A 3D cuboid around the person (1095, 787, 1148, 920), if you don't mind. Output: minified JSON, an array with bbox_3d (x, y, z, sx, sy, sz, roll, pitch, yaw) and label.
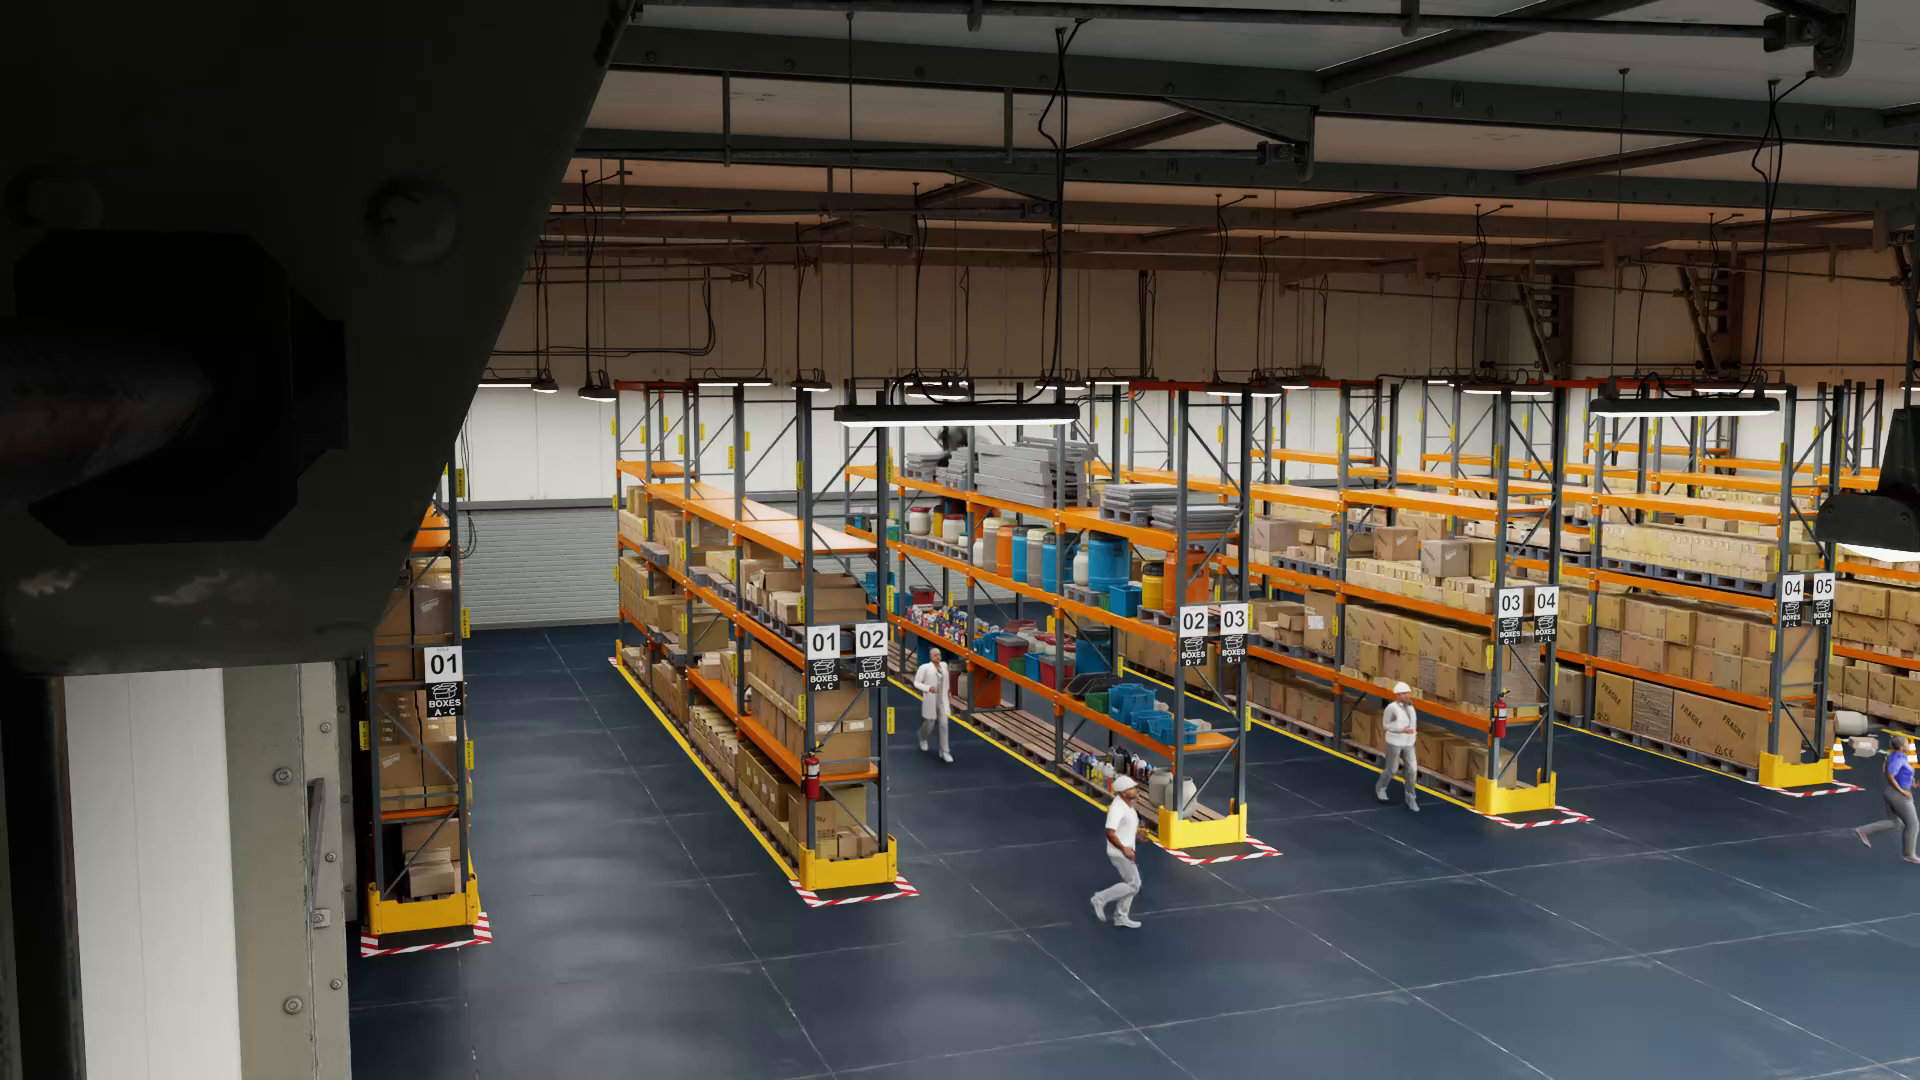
[{"bbox_3d":[1.824,3.486,18.728,0.581,1.632,0.691,1,6,8],"label":"person"}]

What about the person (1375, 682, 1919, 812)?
[{"bbox_3d":[5.634,1.497,17.556,24.301,6.037,11.417,-3,7,-23],"label":"person"}]

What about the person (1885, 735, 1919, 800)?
[{"bbox_3d":[11.992,2.867,21.125,0.511,0.791,0.579,1,6,14],"label":"person"}]

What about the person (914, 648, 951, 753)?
[{"bbox_3d":[-0.431,2.564,26.737,0.704,1.692,0.875,-3,7,-25],"label":"person"}]
